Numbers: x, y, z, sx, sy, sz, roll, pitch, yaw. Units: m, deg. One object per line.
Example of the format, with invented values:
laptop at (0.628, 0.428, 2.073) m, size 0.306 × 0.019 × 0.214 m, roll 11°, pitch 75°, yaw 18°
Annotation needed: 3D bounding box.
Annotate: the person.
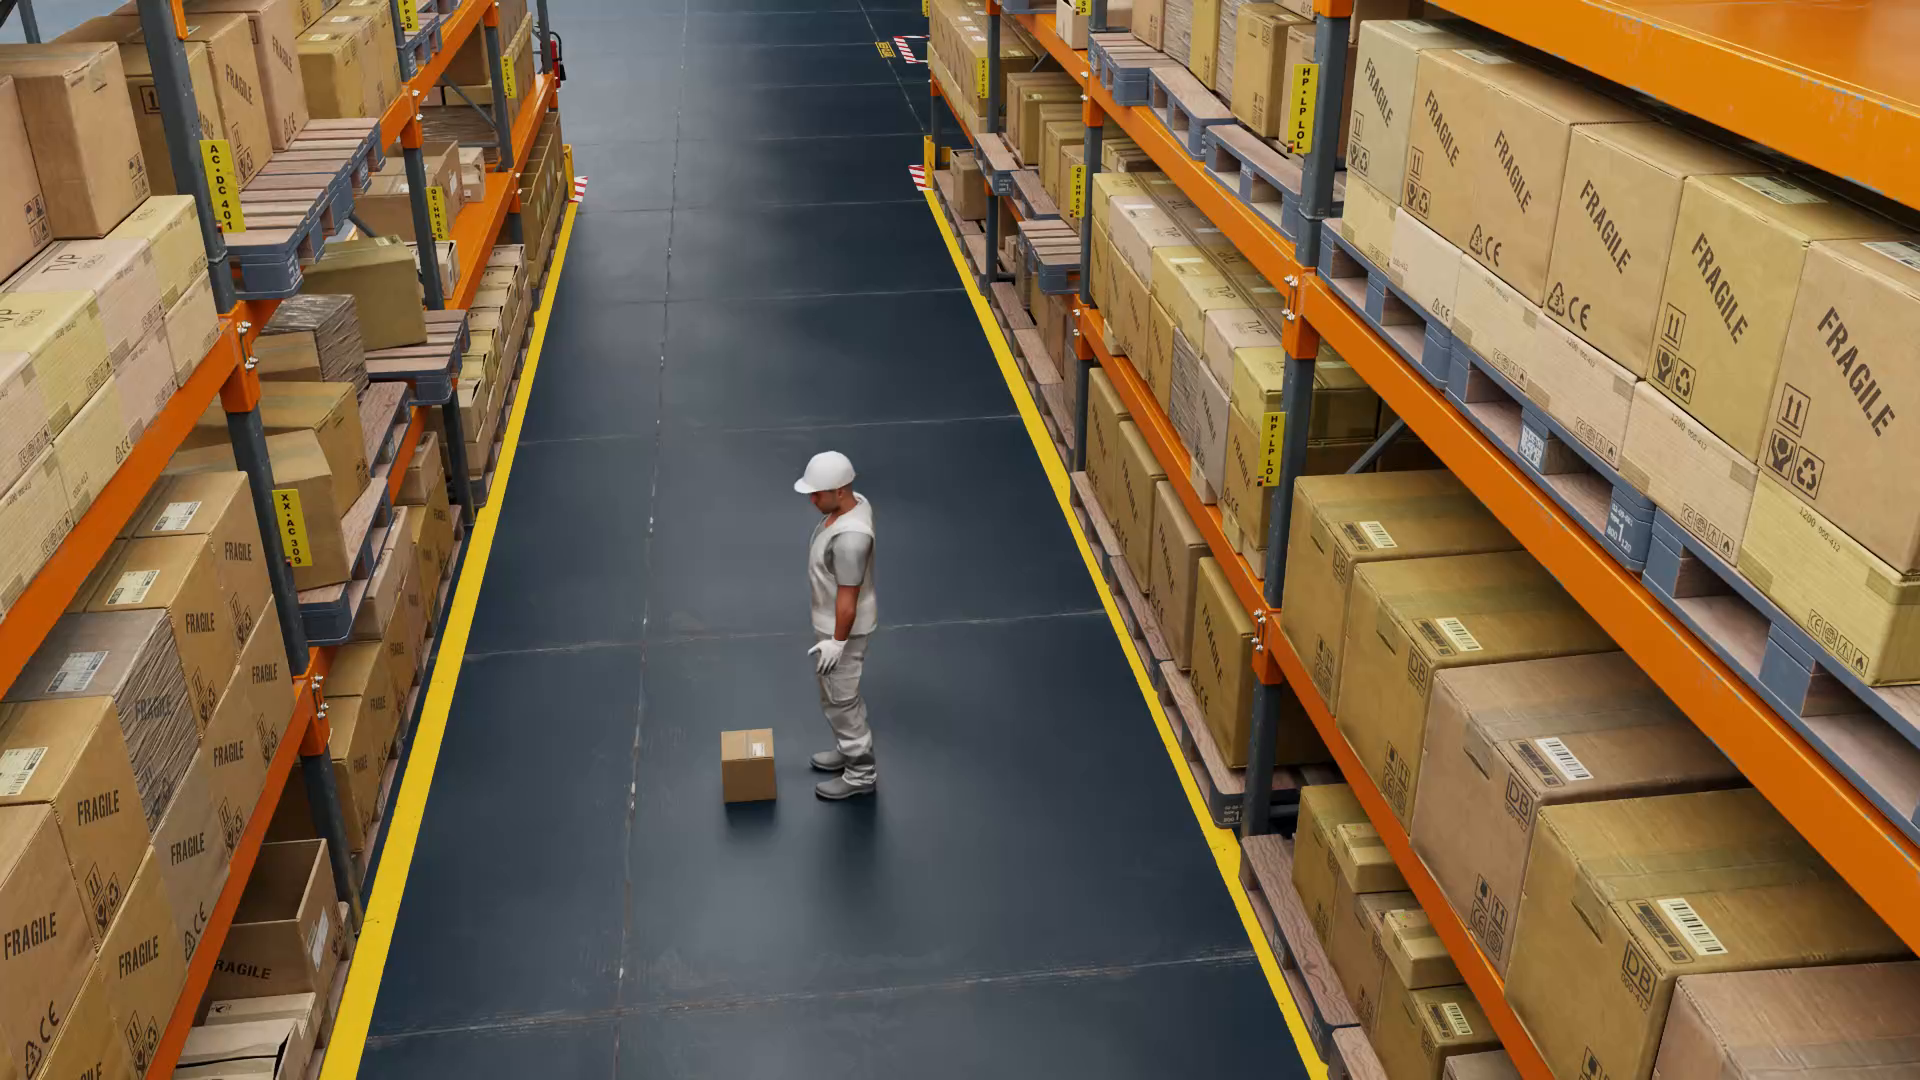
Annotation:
person at (-0.563, 0.400, 7.815) m, size 0.364 × 1.774 × 0.529 m, roll -3°, pitch 27°, yaw -6°
